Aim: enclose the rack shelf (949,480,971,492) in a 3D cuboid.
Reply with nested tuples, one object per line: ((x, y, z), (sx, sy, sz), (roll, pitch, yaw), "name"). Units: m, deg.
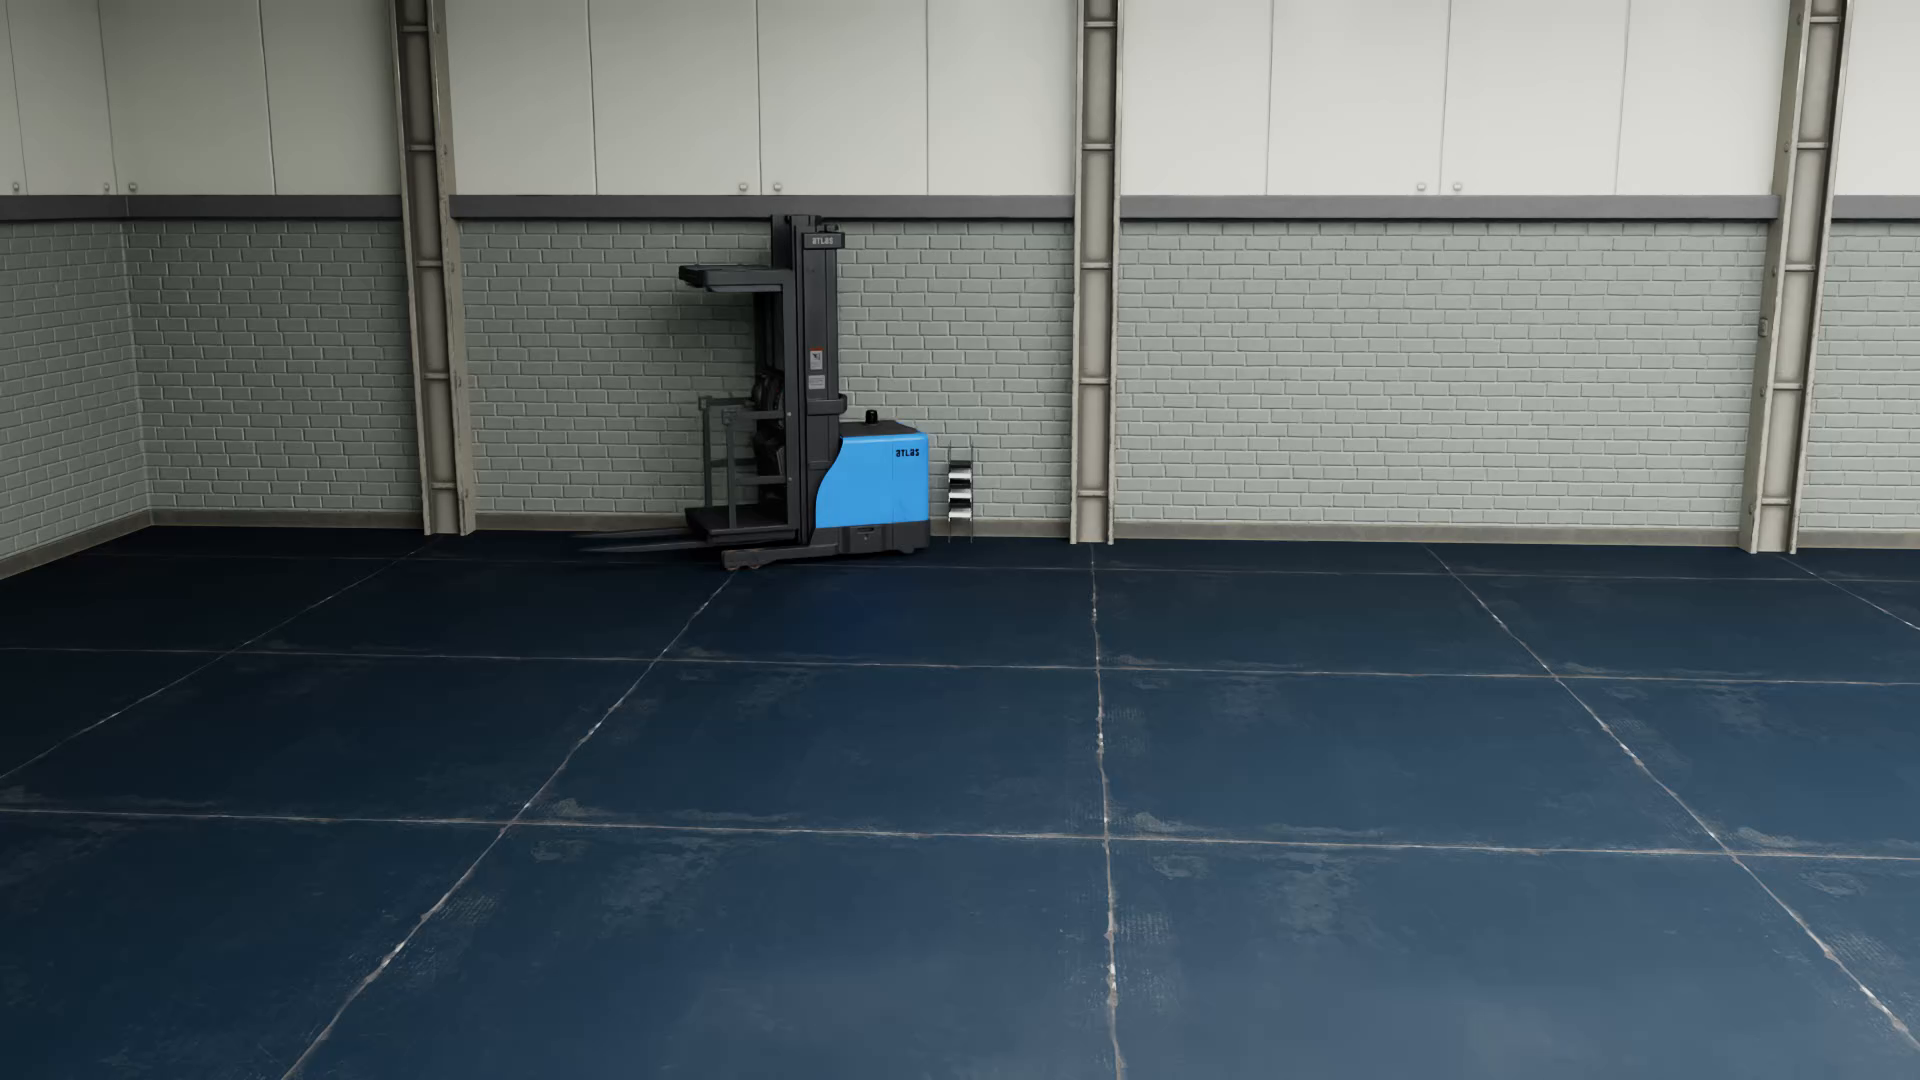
((0.008, -0.496, 15.146), (0.200, 0.077, 0.258), (1, 12, 4), "rack shelf")

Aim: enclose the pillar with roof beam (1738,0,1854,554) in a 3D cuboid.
((6.903, -3.437, 9.705), (0.400, 9.000, 9.100), (1, 12, 4), "pillar with roof beam")

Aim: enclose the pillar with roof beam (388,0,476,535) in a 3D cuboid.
((-5.070, -3.602, 10.490), (0.400, 9.000, 9.100), (1, 12, 4), "pillar with roof beam")

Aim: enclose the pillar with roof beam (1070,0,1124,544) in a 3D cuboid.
((0.916, -3.520, 10.097), (0.400, 9.000, 9.100), (1, 12, 4), "pillar with roof beam")

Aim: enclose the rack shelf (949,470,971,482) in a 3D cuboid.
((0.008, -0.584, 15.127), (0.200, 0.077, 0.258), (1, 12, 4), "rack shelf")

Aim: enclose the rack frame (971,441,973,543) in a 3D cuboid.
((0.110, -0.439, 15.151), (0.006, 0.900, 0.240), (1, 12, 4), "rack frame")

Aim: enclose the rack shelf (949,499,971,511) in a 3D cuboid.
((0.008, -0.320, 15.183), (0.200, 0.077, 0.258), (1, 12, 4), "rack shelf")

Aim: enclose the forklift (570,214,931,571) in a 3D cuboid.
((-1.833, -1.298, 14.299), (3.031, 2.935, 1.130), (-4, 13, -20), "forklift")

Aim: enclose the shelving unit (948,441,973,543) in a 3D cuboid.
((0.008, -0.440, 15.157), (0.210, 0.900, 0.258), (1, 12, 4), "shelving unit")

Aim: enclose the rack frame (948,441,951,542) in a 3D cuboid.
((-0.093, -0.442, 15.164), (0.006, 0.900, 0.240), (1, 12, 4), "rack frame")

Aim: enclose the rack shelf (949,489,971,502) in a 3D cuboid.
((0.008, -0.408, 15.164), (0.200, 0.077, 0.258), (1, 12, 4), "rack shelf")

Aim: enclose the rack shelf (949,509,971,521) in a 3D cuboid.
((0.008, -0.232, 15.201), (0.200, 0.077, 0.258), (1, 12, 4), "rack shelf")

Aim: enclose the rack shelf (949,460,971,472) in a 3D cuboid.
((0.008, -0.672, 15.109), (0.200, 0.077, 0.258), (1, 12, 4), "rack shelf")
